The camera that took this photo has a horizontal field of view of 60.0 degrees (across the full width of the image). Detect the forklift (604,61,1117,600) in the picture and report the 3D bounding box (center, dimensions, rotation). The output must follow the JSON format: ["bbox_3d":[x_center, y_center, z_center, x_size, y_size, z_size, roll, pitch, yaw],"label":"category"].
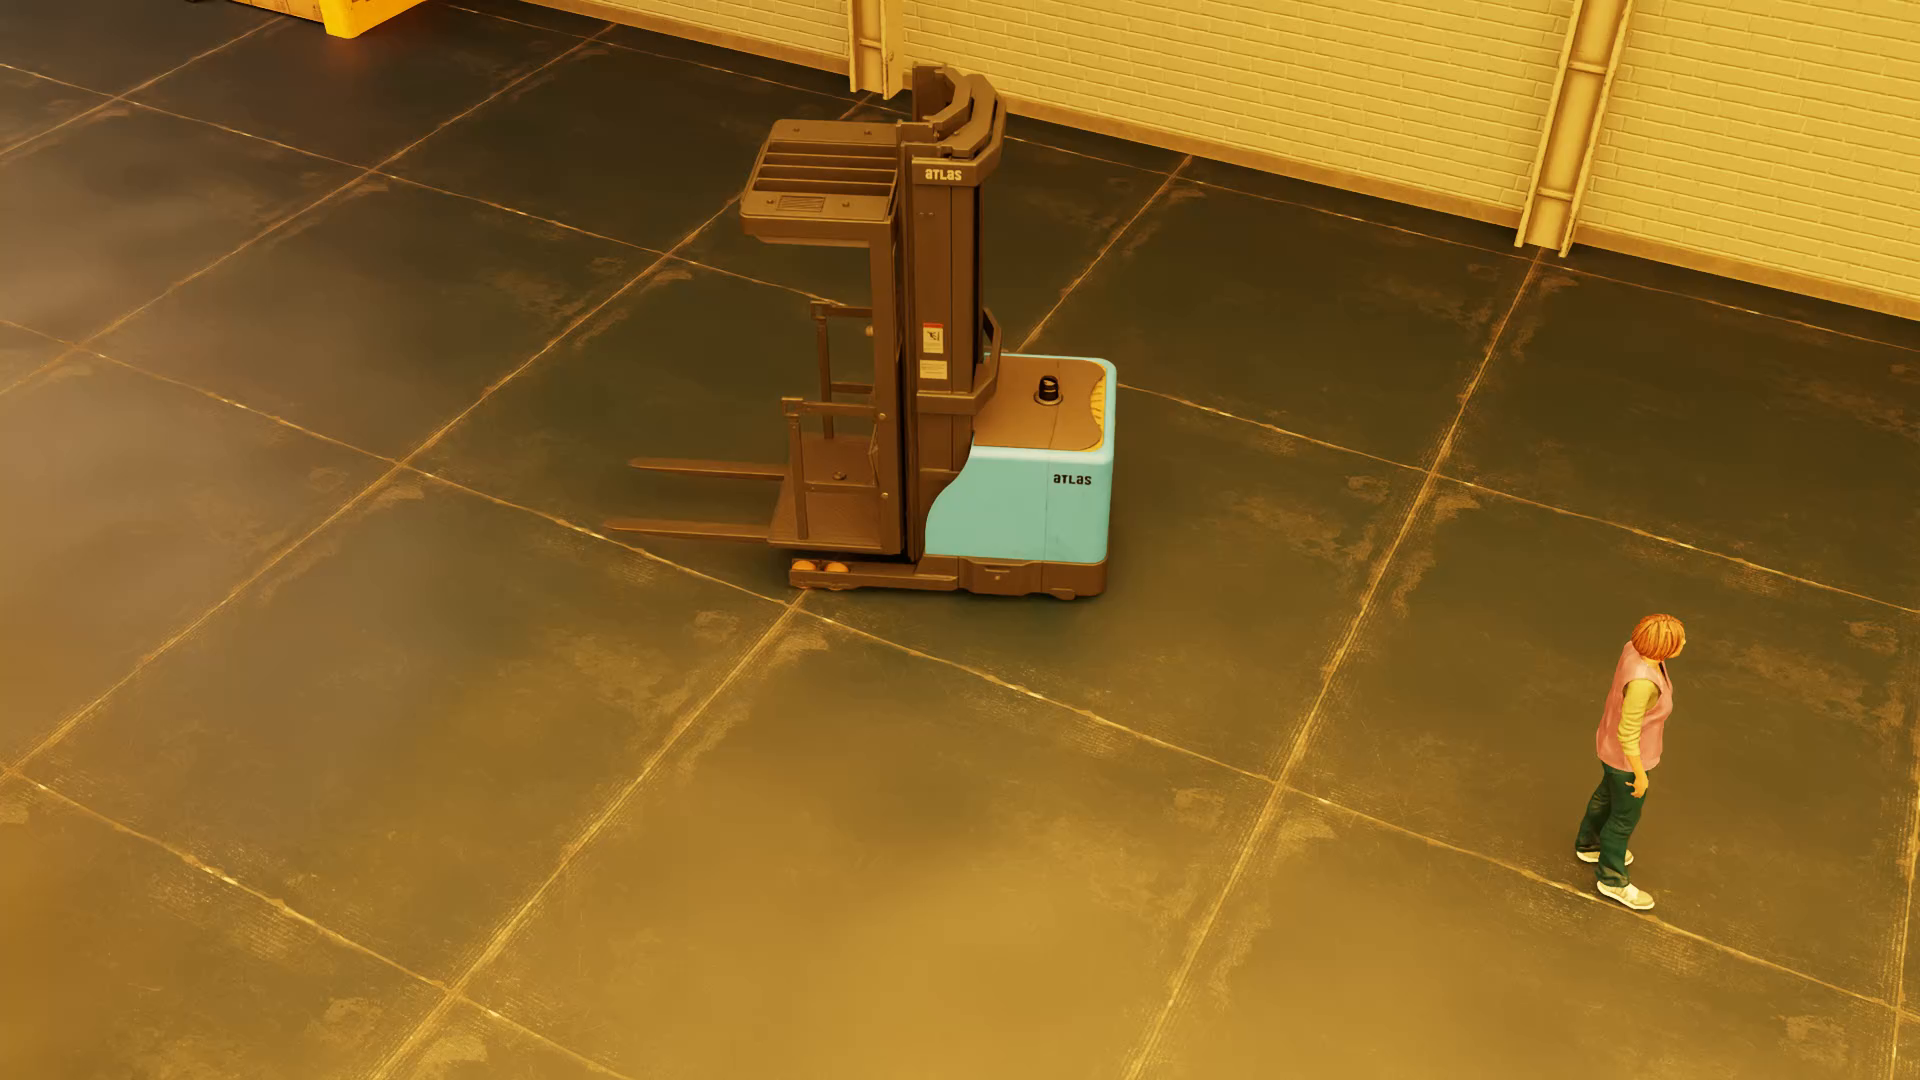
[{"bbox_3d":[-0.606,-1.157,9.360,3.031,2.935,1.130,3,40,4],"label":"forklift"}]

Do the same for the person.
[{"bbox_3d":[3.220,1.005,7.817,0.475,1.597,0.520,11,41,13],"label":"person"}]
